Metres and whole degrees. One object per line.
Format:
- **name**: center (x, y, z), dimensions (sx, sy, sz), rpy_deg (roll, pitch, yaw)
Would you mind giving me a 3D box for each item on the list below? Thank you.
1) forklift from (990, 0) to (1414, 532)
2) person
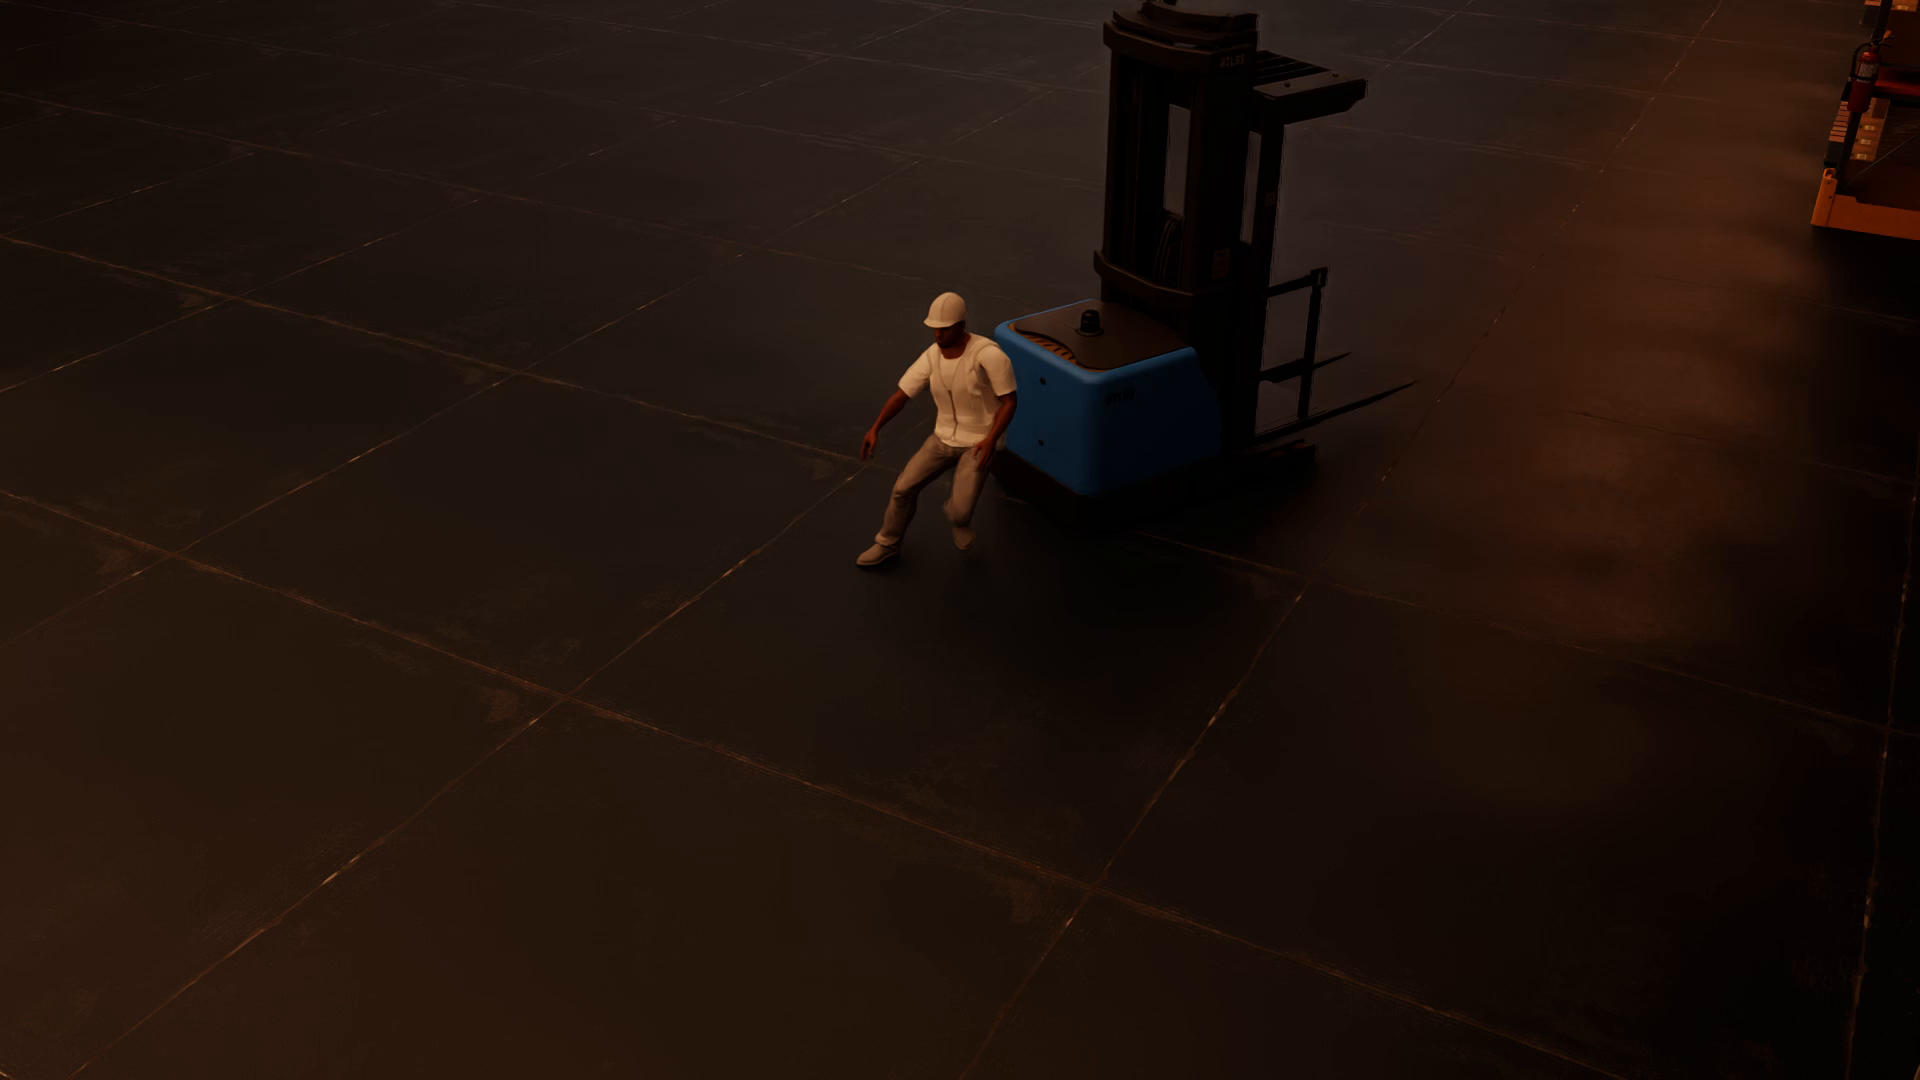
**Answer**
- **forklift**: center (1.695, -1.878, 10.324), dimensions (3.031, 2.935, 1.130), rpy_deg (-19, 35, -29)
- **person**: center (-0.124, -0.561, 9.346), dimensions (0.789, 1.640, 0.676), rpy_deg (20, 36, 31)
